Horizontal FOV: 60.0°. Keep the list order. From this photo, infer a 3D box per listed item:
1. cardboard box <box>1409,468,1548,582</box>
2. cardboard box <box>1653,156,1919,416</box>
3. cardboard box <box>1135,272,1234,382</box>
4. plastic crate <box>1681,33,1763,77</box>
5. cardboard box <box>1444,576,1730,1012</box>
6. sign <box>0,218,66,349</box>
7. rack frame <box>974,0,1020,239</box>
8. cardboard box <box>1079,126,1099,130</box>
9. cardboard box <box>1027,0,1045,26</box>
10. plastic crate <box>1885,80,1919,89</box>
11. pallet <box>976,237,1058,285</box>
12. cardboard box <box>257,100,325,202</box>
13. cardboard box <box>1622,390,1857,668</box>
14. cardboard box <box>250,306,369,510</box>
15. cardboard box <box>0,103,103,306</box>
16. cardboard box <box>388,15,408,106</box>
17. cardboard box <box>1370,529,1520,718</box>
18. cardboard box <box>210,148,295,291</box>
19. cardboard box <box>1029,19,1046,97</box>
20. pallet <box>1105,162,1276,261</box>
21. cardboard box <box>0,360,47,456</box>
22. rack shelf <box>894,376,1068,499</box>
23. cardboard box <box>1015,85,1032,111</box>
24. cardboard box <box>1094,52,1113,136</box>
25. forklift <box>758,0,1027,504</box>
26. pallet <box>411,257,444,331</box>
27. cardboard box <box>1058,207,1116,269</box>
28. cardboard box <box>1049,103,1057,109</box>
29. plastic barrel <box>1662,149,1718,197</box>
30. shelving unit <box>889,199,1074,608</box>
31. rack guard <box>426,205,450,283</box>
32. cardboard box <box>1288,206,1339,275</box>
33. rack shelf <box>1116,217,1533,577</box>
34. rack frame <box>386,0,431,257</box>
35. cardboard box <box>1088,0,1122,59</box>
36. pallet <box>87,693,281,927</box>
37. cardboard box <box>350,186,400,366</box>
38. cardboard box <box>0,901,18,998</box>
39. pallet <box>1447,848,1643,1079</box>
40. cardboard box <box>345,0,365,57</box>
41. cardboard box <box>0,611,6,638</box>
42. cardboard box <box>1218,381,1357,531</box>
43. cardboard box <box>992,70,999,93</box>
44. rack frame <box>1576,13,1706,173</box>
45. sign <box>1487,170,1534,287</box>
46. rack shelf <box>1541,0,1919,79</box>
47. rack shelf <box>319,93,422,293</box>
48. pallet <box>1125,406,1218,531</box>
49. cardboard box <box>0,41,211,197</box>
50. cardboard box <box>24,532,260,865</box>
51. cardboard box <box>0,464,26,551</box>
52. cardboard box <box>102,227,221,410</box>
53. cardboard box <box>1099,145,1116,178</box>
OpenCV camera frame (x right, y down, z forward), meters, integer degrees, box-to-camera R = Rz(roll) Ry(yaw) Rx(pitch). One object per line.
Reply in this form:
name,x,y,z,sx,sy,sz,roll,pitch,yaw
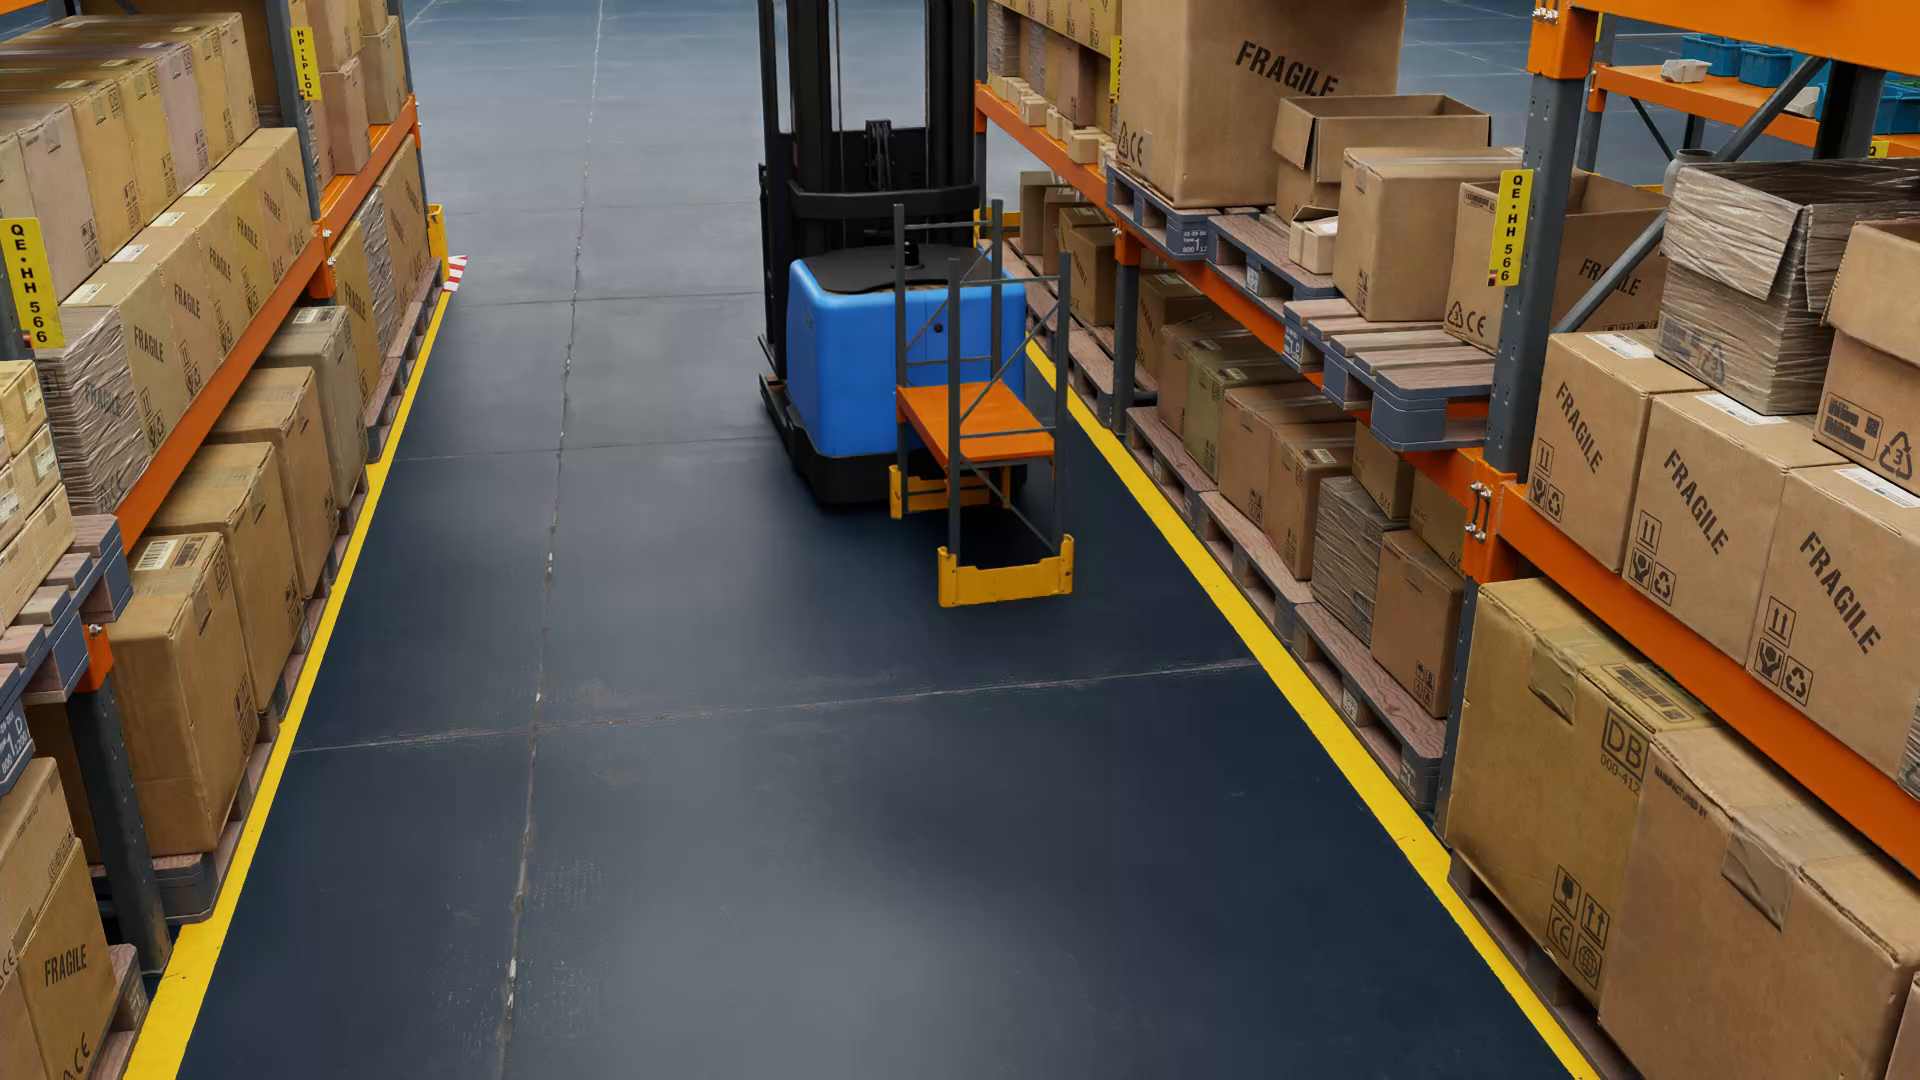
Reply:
cardboard box,1.918,-0.080,5.822,0.500,0.250,0.500,-3,24,-8
cardboard box,2.190,-0.636,4.079,0.797,0.503,0.637,-3,24,-8
cardboard box,1.297,-1.199,9.347,0.500,0.500,0.500,-5,24,-11
plastic crate,5.846,-3.689,12.635,0.499,0.251,0.616,-4,24,-10
cardboard box,2.178,0.635,4.677,1.225,0.875,0.875,-5,24,-12
sign,-2.291,-0.630,4.096,0.100,0.325,0.005,-4,24,-10
rack frame,0.592,-3.566,12.166,1.000,3.000,0.127,-4,24,-10
cardboard box,0.906,-2.340,9.674,0.380,0.149,0.250,-4,24,-10
cardboard box,0.703,-3.379,9.994,0.500,0.500,0.500,-4,24,-10
plastic crate,6.225,-2.816,10.716,0.450,0.188,0.662,-4,24,-10
pallet,0.721,-1.936,11.918,1.003,0.211,1.213,-4,24,-10
cardboard box,-3.642,-1.878,8.114,0.875,0.550,0.550,-4,24,-10
cardboard box,1.991,-0.051,3.993,0.500,0.500,0.500,-5,24,-11
cardboard box,-3.359,-0.589,7.637,1.050,0.750,0.750,-4,24,-10
cardboard box,-2.990,-0.972,4.853,0.700,0.500,0.500,-5,24,-11
cardboard box,-4.188,-3.164,11.060,0.875,0.550,0.550,-4,24,-10
cardboard box,1.927,0.263,5.973,0.700,0.500,0.500,-6,24,-13
cardboard box,-3.109,-1.326,6.914,0.500,0.500,0.500,-5,24,-10
cardboard box,0.927,-3.142,10.699,0.875,0.500,0.500,-4,24,-10
pallet,1.330,-1.593,7.889,1.003,0.211,1.213,-4,24,-10
cardboard box,-2.281,-0.283,3.695,0.380,0.149,0.250,-5,24,-12
rack shelf,0.073,-0.472,7.406,0.538,0.185,1.000,-6,24,-13
cardboard box,0.575,-2.926,11.015,0.380,0.149,0.250,-4,24,-10
cardboard box,1.251,-2.555,9.356,0.875,0.500,0.500,-4,24,-10
forklift,-0.526,-2.080,8.850,1.130,2.935,3.031,-6,24,-13
pallet,-4.077,-1.652,11.268,1.003,0.211,1.213,-4,24,-10
cardboard box,0.932,-1.885,10.917,0.500,0.500,0.500,-2,24,-5
cardboard box,0.769,-2.635,10.349,0.380,0.149,0.250,-4,24,-10
plastic barrel,5.656,-2.731,12.839,0.421,0.512,0.421,0,24,0
shelving unit,0.075,-0.633,7.326,0.587,1.500,1.083,-6,24,-13
rack guard,-4.306,-2.102,11.938,1.175,0.500,0.348,-4,24,-10
cardboard box,1.497,-1.186,6.360,0.396,0.266,0.258,-5,24,-11
rack shelf,1.701,-0.876,6.906,1.077,0.370,4.000,-4,24,-10
rack frame,-4.301,-3.238,11.417,1.000,3.000,0.127,-4,24,-10
cardboard box,0.978,-2.789,8.643,0.500,0.500,0.500,-4,24,-10
pallet,-2.894,0.871,5.493,1.003,0.211,1.213,-4,24,-10
cardboard box,-3.780,-1.490,9.545,0.875,0.875,0.875,-4,24,-9
cardboard box,-2.334,0.965,3.453,0.500,0.250,0.500,-4,24,-9
pallet,2.143,1.175,4.796,1.003,0.211,1.213,-4,24,-10
cardboard box,-3.883,-3.014,9.367,0.875,0.550,0.500,-4,24,-10
cardboard box,-2.187,0.190,3.356,0.380,0.149,0.250,-4,24,-9
cardboard box,1.597,-0.396,7.483,0.700,0.500,0.500,-6,24,-14
cardboard box,0.437,-3.221,11.691,0.380,0.149,0.250,-4,24,-10
rack frame,5.459,-3.932,13.005,1.000,3.000,0.127,-4,24,-10
sign,1.539,-0.869,4.645,0.100,0.325,0.005,-4,24,-10
rack shelf,2.441,-0.677,2.704,1.077,0.370,4.000,-4,24,-10
rack shelf,-3.932,-2.122,9.759,1.077,0.370,4.000,-4,24,-10
pallet,1.477,-0.408,8.421,1.003,0.211,1.213,-4,24,-10
cardboard box,-3.274,-1.573,6.230,0.700,0.500,0.500,-4,24,-9
cardboard box,-2.846,0.501,5.142,1.050,0.750,0.750,-5,24,-10
cardboard box,-2.232,-0.040,3.511,0.380,0.149,0.250,-3,24,-8
cardboard box,-2.829,-0.732,5.553,0.500,0.500,0.500,-4,24,-10
cardboard box,0.966,-2.039,8.984,0.380,0.149,0.250,-4,24,-10
